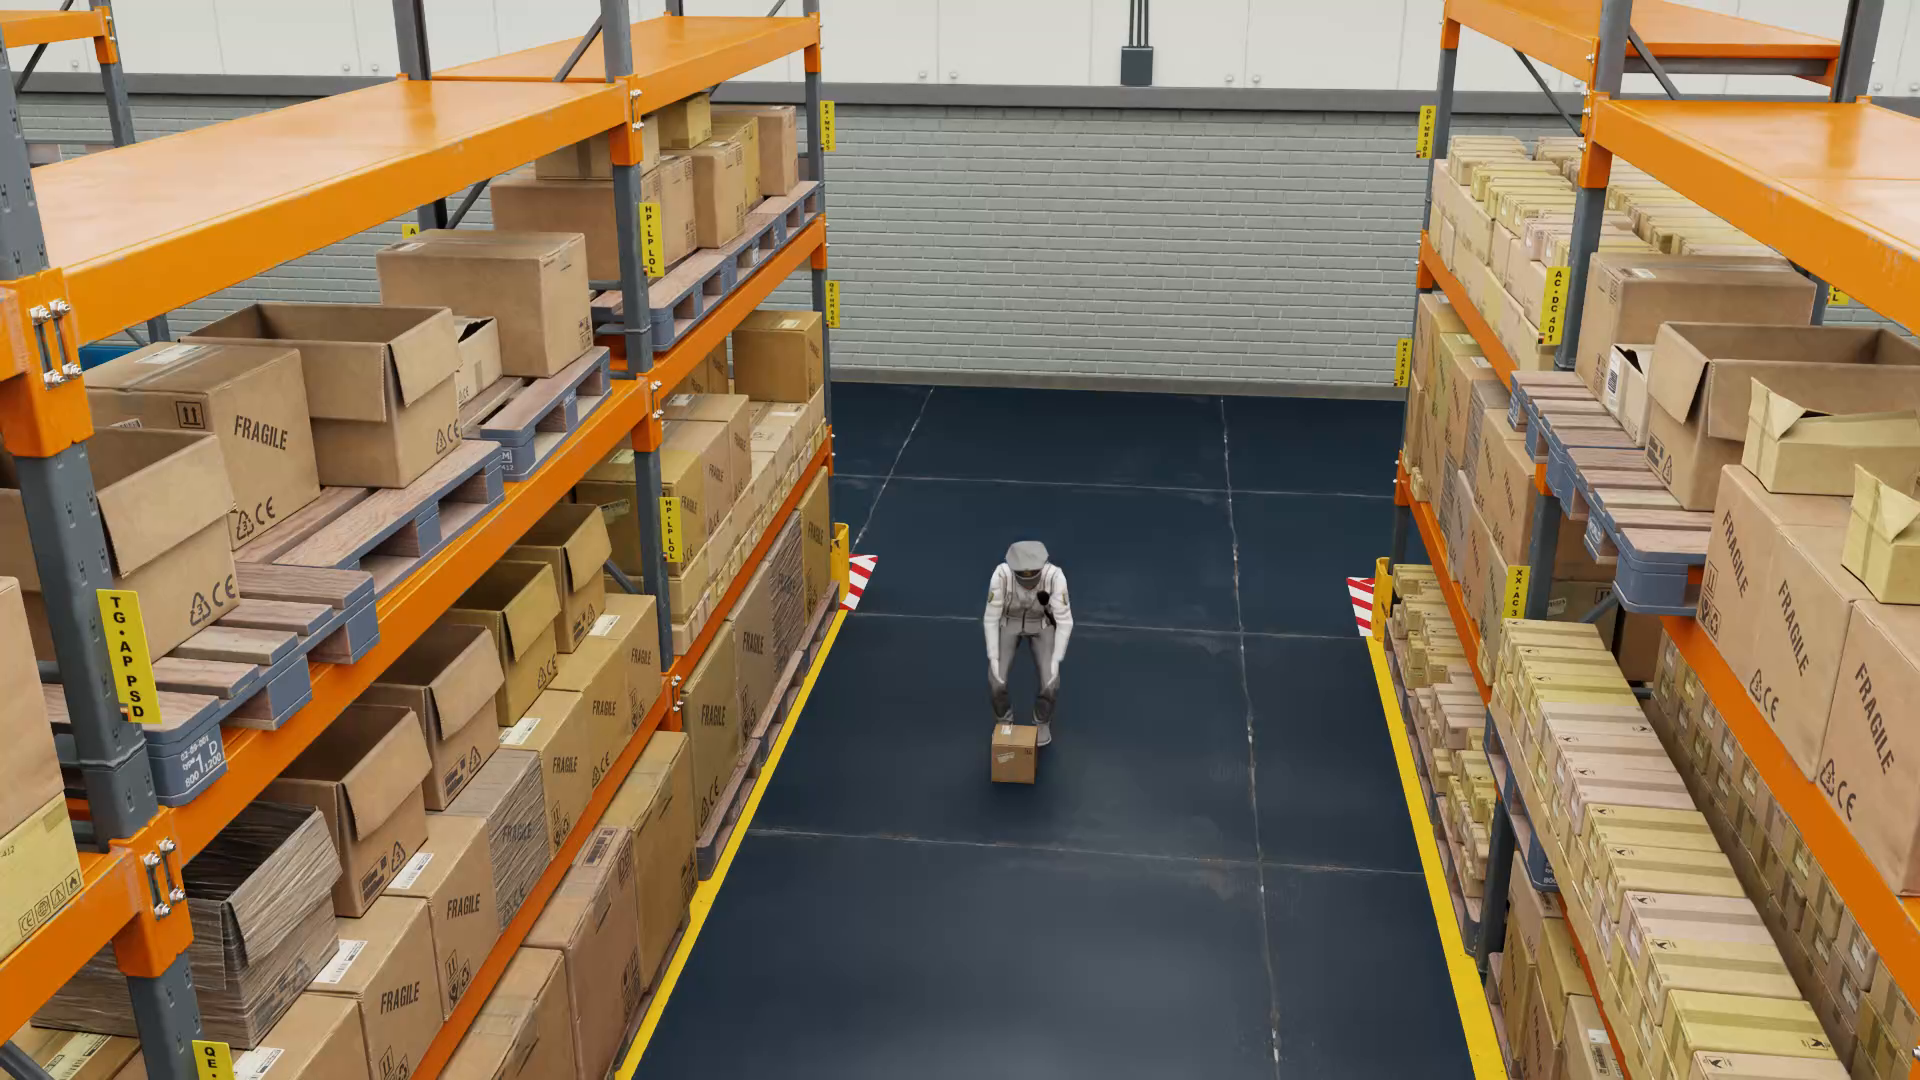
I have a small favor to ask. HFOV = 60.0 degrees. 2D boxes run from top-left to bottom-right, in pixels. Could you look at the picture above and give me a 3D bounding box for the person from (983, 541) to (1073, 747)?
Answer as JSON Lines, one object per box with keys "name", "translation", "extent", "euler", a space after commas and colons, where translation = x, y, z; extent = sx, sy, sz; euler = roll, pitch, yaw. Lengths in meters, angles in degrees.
{"name": "person", "translation": [0.411, 0.596, 9.965], "extent": [0.535, 1.375, 0.709], "euler": [3, 21, 7]}
